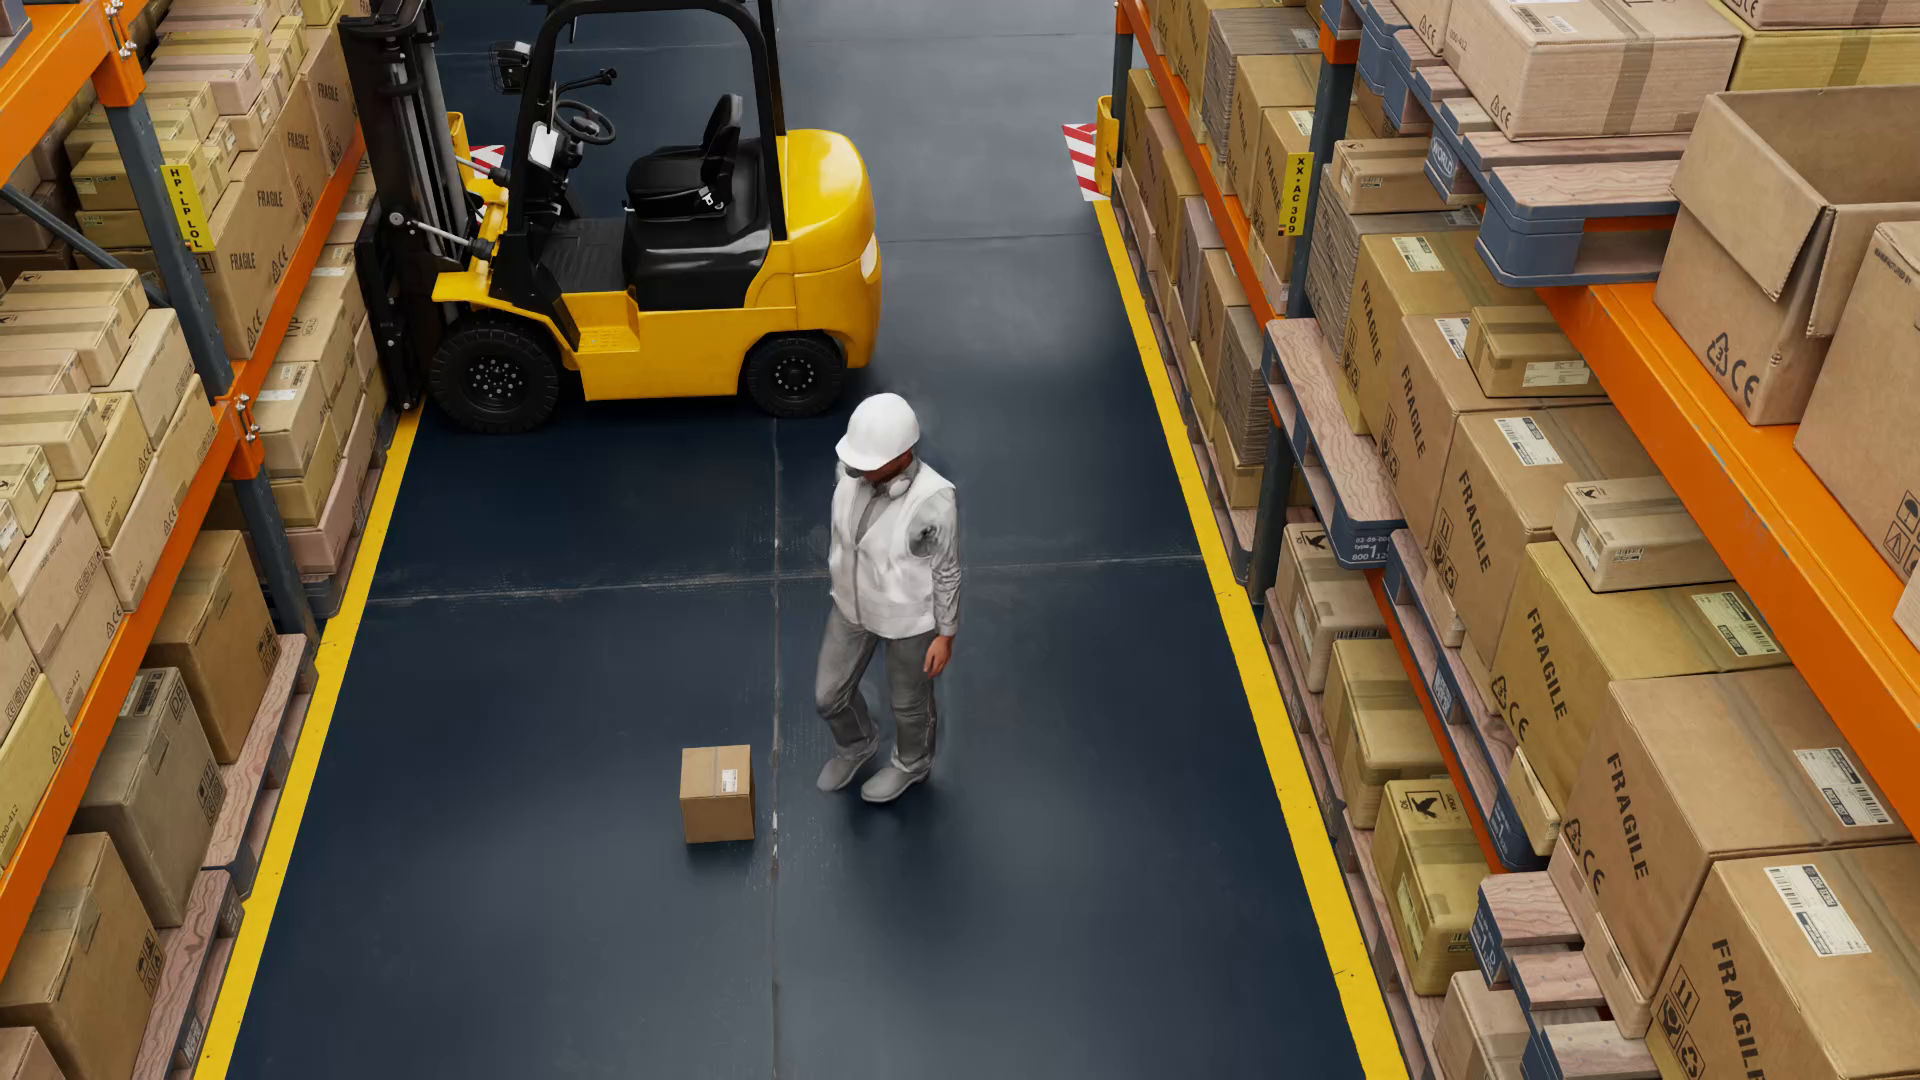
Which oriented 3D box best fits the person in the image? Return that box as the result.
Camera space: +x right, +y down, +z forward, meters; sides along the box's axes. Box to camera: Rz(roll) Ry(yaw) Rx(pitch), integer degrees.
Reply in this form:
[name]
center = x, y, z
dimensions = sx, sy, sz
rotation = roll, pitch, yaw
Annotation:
[person]
center = -0.263, 0.272, 5.811
dimensions = 0.563, 1.811, 0.454
rotation = 24, 45, 27
